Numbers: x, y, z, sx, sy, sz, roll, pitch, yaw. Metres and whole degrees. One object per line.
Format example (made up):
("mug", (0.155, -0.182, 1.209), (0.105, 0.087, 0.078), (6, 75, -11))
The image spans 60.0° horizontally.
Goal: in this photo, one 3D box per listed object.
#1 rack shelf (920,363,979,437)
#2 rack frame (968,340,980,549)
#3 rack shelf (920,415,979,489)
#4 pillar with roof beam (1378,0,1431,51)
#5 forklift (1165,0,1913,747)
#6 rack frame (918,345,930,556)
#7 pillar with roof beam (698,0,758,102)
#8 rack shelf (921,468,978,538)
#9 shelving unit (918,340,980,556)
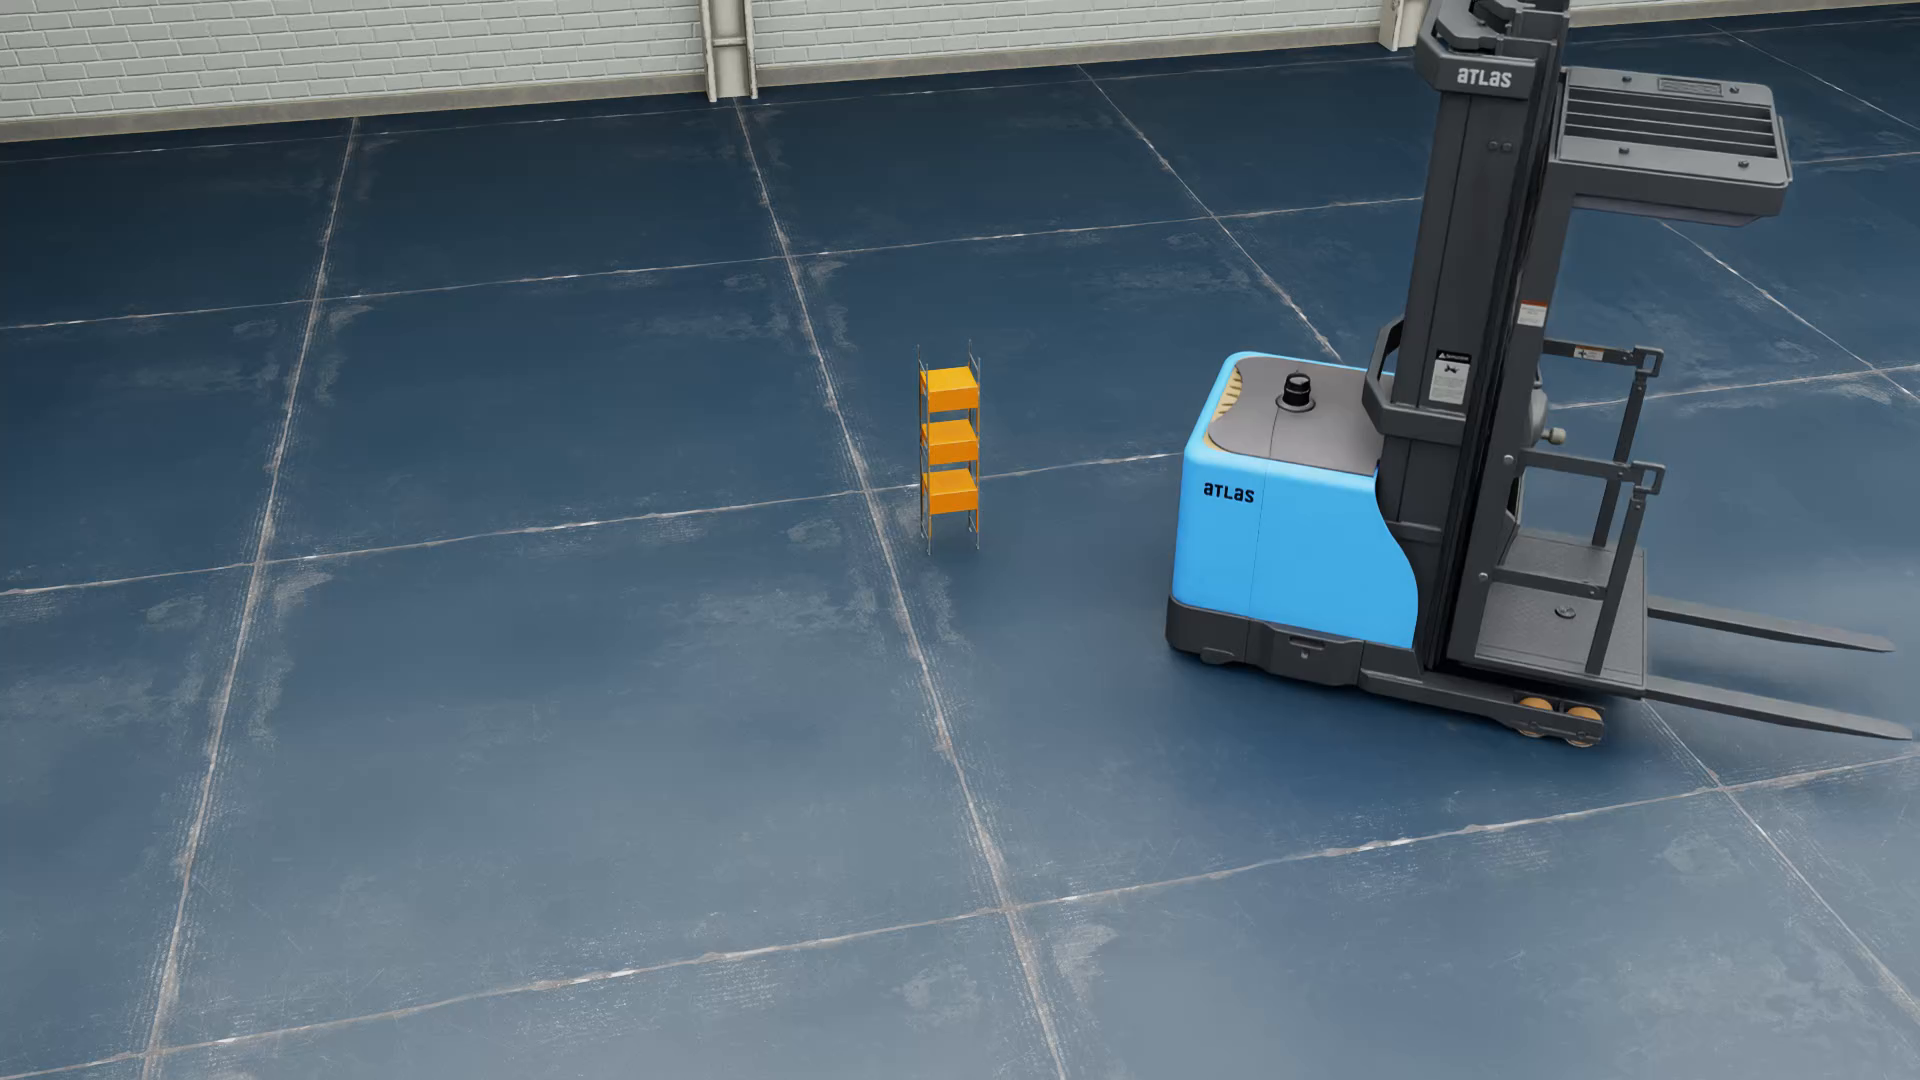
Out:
("rack shelf", (-0.052, -0.656, 7.795), (0.240, 0.259, 0.215), (-7, 35, -11))
("rack frame", (0.067, -0.444, 7.970), (0.008, 1.050, 0.200), (-7, 35, -11))
("rack shelf", (-0.052, -0.421, 7.954), (0.240, 0.259, 0.215), (-7, 35, -11))
("pillar with roof beam", (4.917, -5.821, 8.848), (0.400, 9.000, 9.100), (-7, 35, -11))
("forklift", (2.496, -0.686, 6.642), (3.031, 2.935, 1.130), (11, 35, 16))
("rack frame", (-0.171, -0.414, 7.925), (0.008, 1.050, 0.200), (-7, 35, -11))
("pillar with roof beam", (-0.935, -5.083, 7.749), (0.400, 9.000, 9.100), (-7, 35, -11))
("rack shelf", (-0.052, -0.190, 8.108), (0.240, 0.259, 0.215), (-7, 35, -11))
("shelving unit", (-0.052, -0.429, 7.948), (0.252, 1.050, 0.215), (-7, 35, -11))
